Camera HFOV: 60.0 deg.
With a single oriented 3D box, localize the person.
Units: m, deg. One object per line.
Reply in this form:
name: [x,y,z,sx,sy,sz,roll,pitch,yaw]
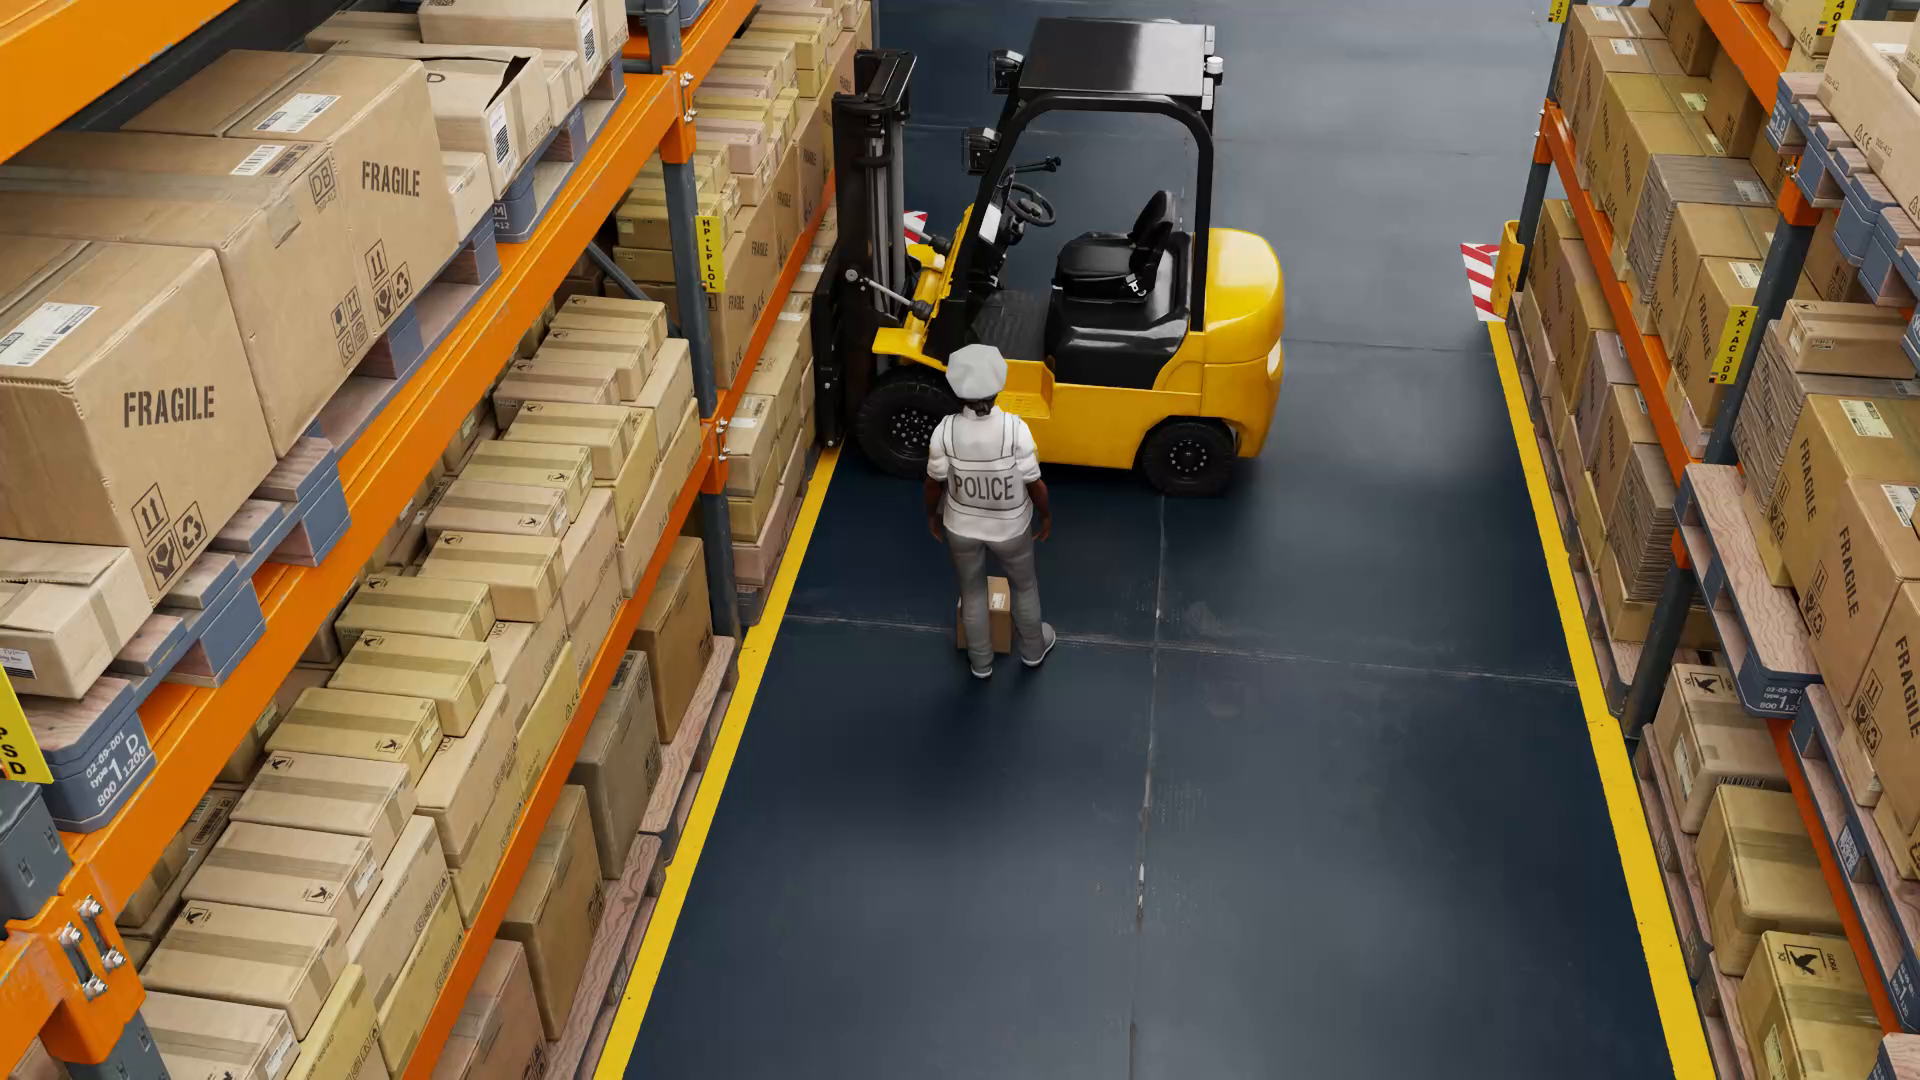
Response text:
person: [0.141,-0.121,7.161,0.569,1.692,0.529,4,37,6]
